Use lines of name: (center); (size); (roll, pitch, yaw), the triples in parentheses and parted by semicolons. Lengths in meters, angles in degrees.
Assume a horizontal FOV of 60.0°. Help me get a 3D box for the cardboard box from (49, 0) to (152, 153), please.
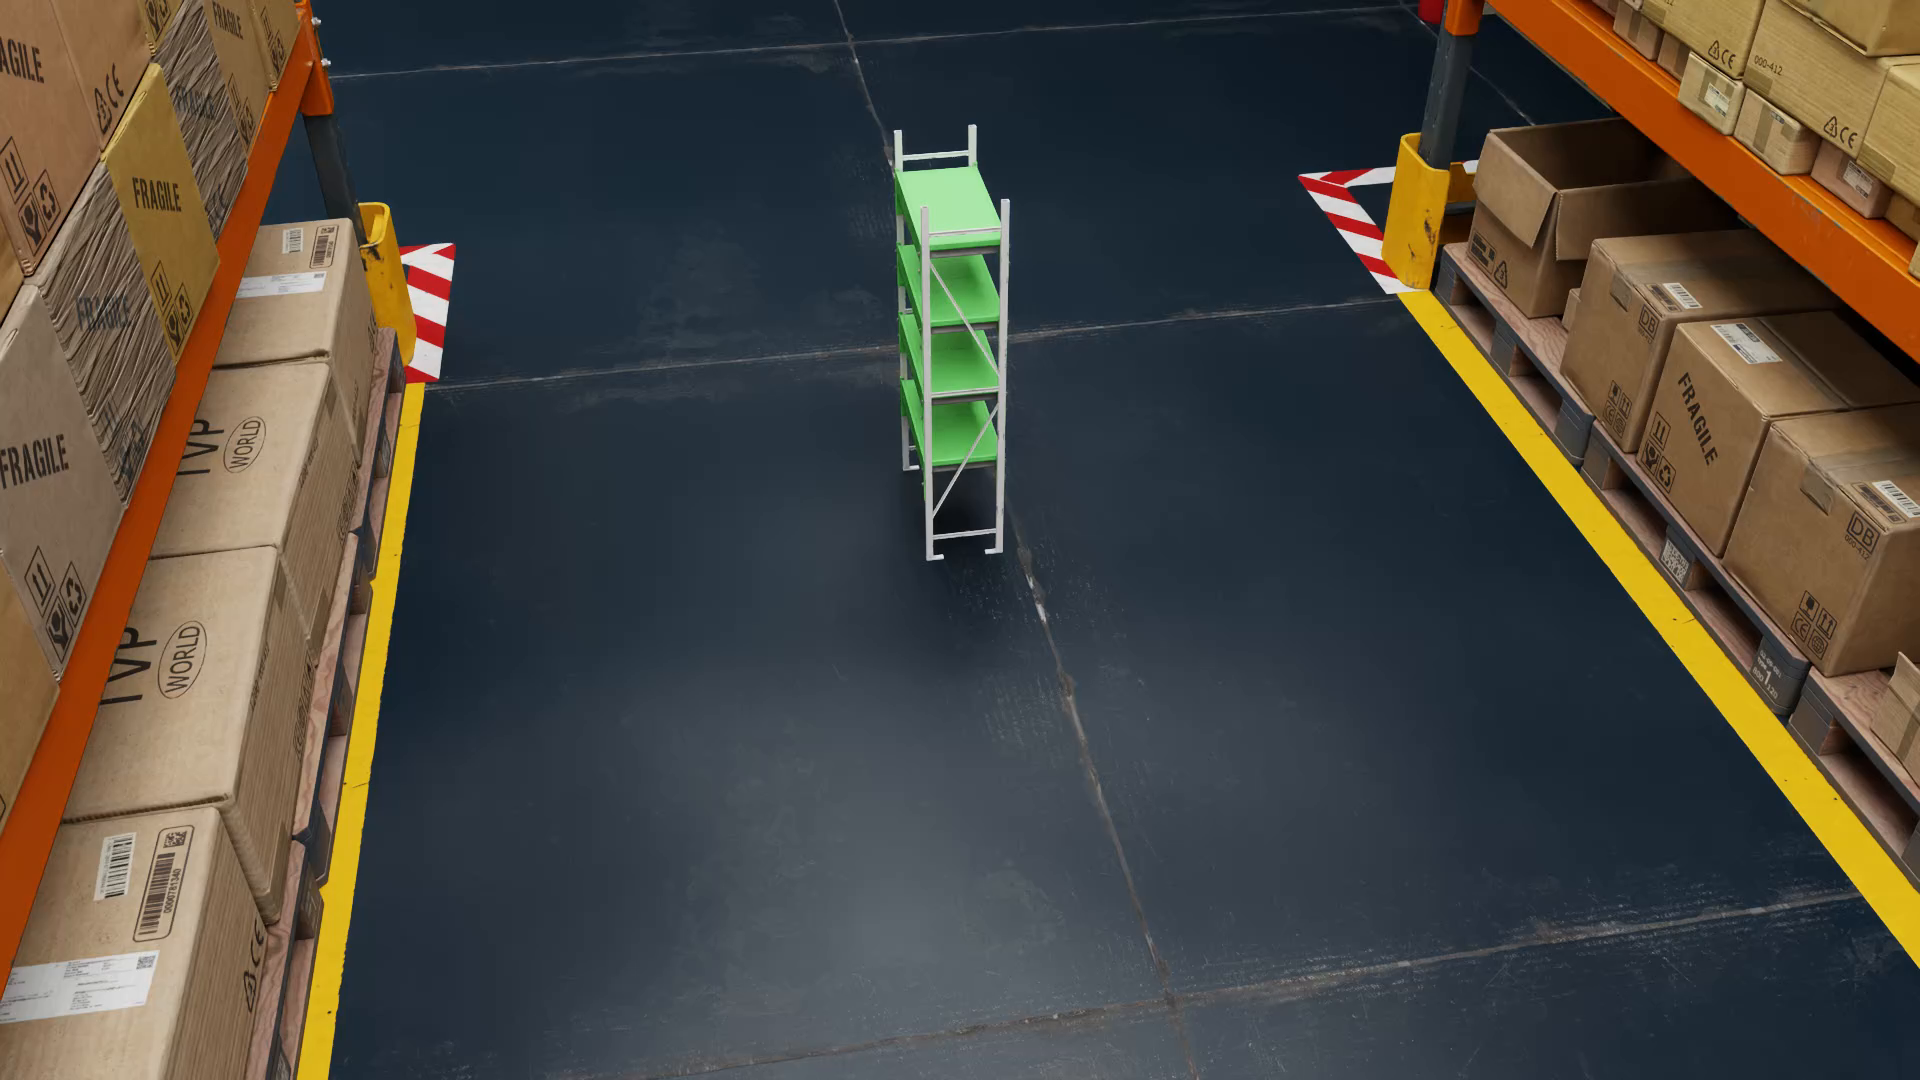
cardboard box: (-1.991, -1.088, 3.308); (0.500, 0.500, 0.500); (-6, 38, -8)

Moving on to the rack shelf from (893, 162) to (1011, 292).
rack shelf: (-0.029, -0.902, 4.755); (0.258, 0.148, 0.480); (-6, 38, -8)

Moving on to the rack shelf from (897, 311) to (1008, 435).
rack shelf: (-0.029, -0.523, 5.050); (0.258, 0.148, 0.480); (-6, 38, -8)

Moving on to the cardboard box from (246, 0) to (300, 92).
cardboard box: (-2.255, -1.611, 4.797); (0.500, 0.500, 0.500); (-6, 38, -8)

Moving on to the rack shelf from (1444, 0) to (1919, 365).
rack shelf: (2.637, -0.878, 4.522); (1.077, 0.370, 4.000); (-6, 38, -8)

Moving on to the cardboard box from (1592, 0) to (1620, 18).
cardboard box: (2.244, -1.740, 5.249); (0.380, 0.149, 0.250); (-7, 38, -9)

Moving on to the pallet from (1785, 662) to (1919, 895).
pallet: (2.868, 0.732, 4.136); (1.003, 0.211, 1.213); (-6, 38, -8)

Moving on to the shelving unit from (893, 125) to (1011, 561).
shelving unit: (-0.029, -0.574, 5.011); (0.258, 1.200, 0.503); (-6, 38, -8)

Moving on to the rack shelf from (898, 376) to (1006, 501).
rack shelf: (-0.029, -0.334, 5.197); (0.258, 0.148, 0.480); (-6, 38, -8)

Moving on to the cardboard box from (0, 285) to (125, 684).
cardboard box: (-1.808, -0.074, 2.819); (0.500, 0.500, 0.500); (-6, 38, -8)

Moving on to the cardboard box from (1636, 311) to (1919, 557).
cardboard box: (2.406, -0.319, 4.911); (0.500, 0.500, 0.500); (-6, 38, -7)

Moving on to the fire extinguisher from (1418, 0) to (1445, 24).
fire extinguisher: (1.805, -2.232, 6.045); (0.296, 0.674, 0.183); (-6, 38, -8)

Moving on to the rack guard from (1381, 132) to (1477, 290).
rack guard: (2.299, -1.337, 6.564); (1.175, 0.500, 0.348); (-6, 38, -8)

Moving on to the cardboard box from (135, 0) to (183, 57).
cardboard box: (-2.077, -1.392, 3.700); (0.500, 0.500, 0.500); (-6, 38, -8)

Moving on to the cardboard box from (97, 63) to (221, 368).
cardboard box: (-1.979, -0.686, 3.607); (0.500, 0.500, 0.500); (-5, 38, -7)

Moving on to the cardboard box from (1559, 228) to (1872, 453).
cardboard box: (2.411, -0.649, 5.336); (0.700, 0.500, 0.500); (-5, 38, -6)

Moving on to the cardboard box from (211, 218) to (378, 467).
cardboard box: (-2.386, -0.601, 5.324); (0.875, 0.438, 0.875); (-7, 38, -9)

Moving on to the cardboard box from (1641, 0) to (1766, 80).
cardboard box: (2.281, -1.515, 4.635); (0.500, 0.250, 0.500); (-7, 38, -9)

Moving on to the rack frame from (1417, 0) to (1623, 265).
rack frame: (2.286, -2.370, 5.856); (1.000, 3.000, 0.127); (-6, 38, -8)

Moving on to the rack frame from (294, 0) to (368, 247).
rack frame: (-2.600, -1.834, 5.166); (1.000, 3.000, 0.127); (-6, 38, -8)

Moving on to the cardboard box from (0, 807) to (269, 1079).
cardboard box: (-1.903, 1.037, 3.217); (0.875, 0.438, 0.875); (-7, 38, -9)

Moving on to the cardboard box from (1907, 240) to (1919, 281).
cardboard box: (2.455, -0.643, 3.837); (0.380, 0.149, 0.250); (-7, 38, -9)

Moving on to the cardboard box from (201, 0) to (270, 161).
cardboard box: (-2.182, -1.306, 4.405); (0.500, 0.500, 0.500); (-7, 38, -9)

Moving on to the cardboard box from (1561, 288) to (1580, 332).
cardboard box: (2.336, -0.770, 5.778); (0.380, 0.149, 0.250); (-8, 38, -10)

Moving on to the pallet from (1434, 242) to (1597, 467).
pallet: (2.440, -0.742, 6.033); (1.003, 0.211, 1.213); (-6, 38, -8)

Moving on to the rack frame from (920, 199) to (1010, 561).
rack frame: (0.014, -0.426, 4.821); (0.240, 1.200, 0.015); (-6, 38, -8)

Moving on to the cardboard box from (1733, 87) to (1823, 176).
cardboard box: (2.317, -1.103, 4.429); (0.380, 0.149, 0.250); (-5, 38, -7)

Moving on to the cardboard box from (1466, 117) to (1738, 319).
cardboard box: (2.300, -1.171, 6.005); (0.797, 0.503, 0.637); (-8, 38, -10)

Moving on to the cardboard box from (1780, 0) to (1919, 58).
cardboard box: (2.364, -1.516, 4.025); (0.500, 0.500, 0.500); (-5, 38, -7)

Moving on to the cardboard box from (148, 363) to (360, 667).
cardboard box: (-2.217, -0.049, 4.614); (0.875, 0.438, 0.875); (-5, 38, -7)

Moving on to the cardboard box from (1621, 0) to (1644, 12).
cardboard box: (2.189, -1.821, 5.029); (0.500, 0.250, 0.500); (-6, 38, -7)

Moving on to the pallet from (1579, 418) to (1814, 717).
pallet: (2.651, -0.007, 5.087); (1.003, 0.211, 1.213); (-6, 38, -8)

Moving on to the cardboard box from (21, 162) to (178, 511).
cardboard box: (-1.888, -0.375, 3.206); (0.500, 0.500, 0.500); (-6, 38, -8)

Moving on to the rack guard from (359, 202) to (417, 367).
rack guard: (-2.604, -0.862, 5.952); (1.175, 0.500, 0.348); (-6, 38, -8)

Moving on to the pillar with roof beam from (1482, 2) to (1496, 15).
pillar with roof beam: (-1.538, -6.002, 5.641); (9.100, 9.000, 0.400); (-6, 38, -8)

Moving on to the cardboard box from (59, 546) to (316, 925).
cardboard box: (-2.061, 0.496, 3.912); (0.875, 0.438, 0.875); (-7, 38, -9)

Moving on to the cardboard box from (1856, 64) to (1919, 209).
cardboard box: (2.481, -0.898, 3.840); (0.500, 0.250, 0.500); (-6, 38, -8)

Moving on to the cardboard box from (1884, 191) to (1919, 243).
cardboard box: (2.519, -0.811, 4.053); (0.380, 0.149, 0.250); (-6, 38, -7)

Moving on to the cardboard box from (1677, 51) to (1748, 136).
cardboard box: (2.250, -1.260, 4.631); (0.380, 0.149, 0.250); (-7, 38, -9)

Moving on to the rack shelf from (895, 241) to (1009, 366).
rack shelf: (-0.029, -0.713, 4.903); (0.258, 0.148, 0.480); (-6, 38, -8)

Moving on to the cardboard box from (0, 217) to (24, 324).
cardboard box: (-1.826, -0.472, 2.516); (0.500, 0.500, 0.500); (-7, 38, -9)

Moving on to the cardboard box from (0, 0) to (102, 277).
cardboard box: (-1.905, -0.783, 2.916); (0.500, 0.500, 0.500); (-6, 38, -7)

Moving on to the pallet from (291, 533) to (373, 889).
pallet: (-2.172, 0.477, 4.464); (1.003, 0.211, 1.213); (-6, 38, -8)

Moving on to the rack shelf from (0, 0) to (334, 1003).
rack shelf: (-2.250, -0.342, 3.832); (1.077, 0.370, 4.000); (-6, 38, -8)

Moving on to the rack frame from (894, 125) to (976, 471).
rack frame: (-0.072, -0.721, 5.200); (0.240, 1.200, 0.015); (-6, 38, -8)

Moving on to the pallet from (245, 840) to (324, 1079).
pallet: (-1.955, 1.215, 3.514); (1.003, 0.211, 1.213); (-6, 38, -8)

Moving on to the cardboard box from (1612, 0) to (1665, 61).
cardboard box: (2.228, -1.580, 5.044); (0.380, 0.149, 0.250); (-5, 38, -7)

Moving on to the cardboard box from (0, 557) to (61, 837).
cardboard box: (-1.723, 0.231, 2.427); (0.500, 0.500, 0.500); (-5, 38, -6)

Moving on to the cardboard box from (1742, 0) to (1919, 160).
cardboard box: (2.392, -1.209, 4.241); (0.500, 0.250, 0.500); (-7, 38, -9)

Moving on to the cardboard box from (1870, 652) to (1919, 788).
cardboard box: (2.538, 0.439, 4.126); (0.396, 0.266, 0.258); (-5, 38, -6)

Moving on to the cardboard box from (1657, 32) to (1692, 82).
cardboard box: (2.280, -1.421, 4.838); (0.380, 0.149, 0.250); (-6, 38, -7)

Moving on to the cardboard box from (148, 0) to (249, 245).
cardboard box: (-2.082, -0.997, 4.006); (0.500, 0.500, 0.500); (-5, 38, -7)

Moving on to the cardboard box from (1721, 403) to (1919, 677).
cardboard box: (2.593, -0.022, 4.529); (0.700, 0.500, 0.500); (-8, 38, -10)

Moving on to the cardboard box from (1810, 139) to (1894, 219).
cardboard box: (2.430, -0.955, 4.239); (0.380, 0.149, 0.250); (-6, 38, -8)

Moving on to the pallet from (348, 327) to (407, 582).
pallet: (-2.383, -0.259, 5.411); (1.003, 0.211, 1.213); (-6, 38, -8)
